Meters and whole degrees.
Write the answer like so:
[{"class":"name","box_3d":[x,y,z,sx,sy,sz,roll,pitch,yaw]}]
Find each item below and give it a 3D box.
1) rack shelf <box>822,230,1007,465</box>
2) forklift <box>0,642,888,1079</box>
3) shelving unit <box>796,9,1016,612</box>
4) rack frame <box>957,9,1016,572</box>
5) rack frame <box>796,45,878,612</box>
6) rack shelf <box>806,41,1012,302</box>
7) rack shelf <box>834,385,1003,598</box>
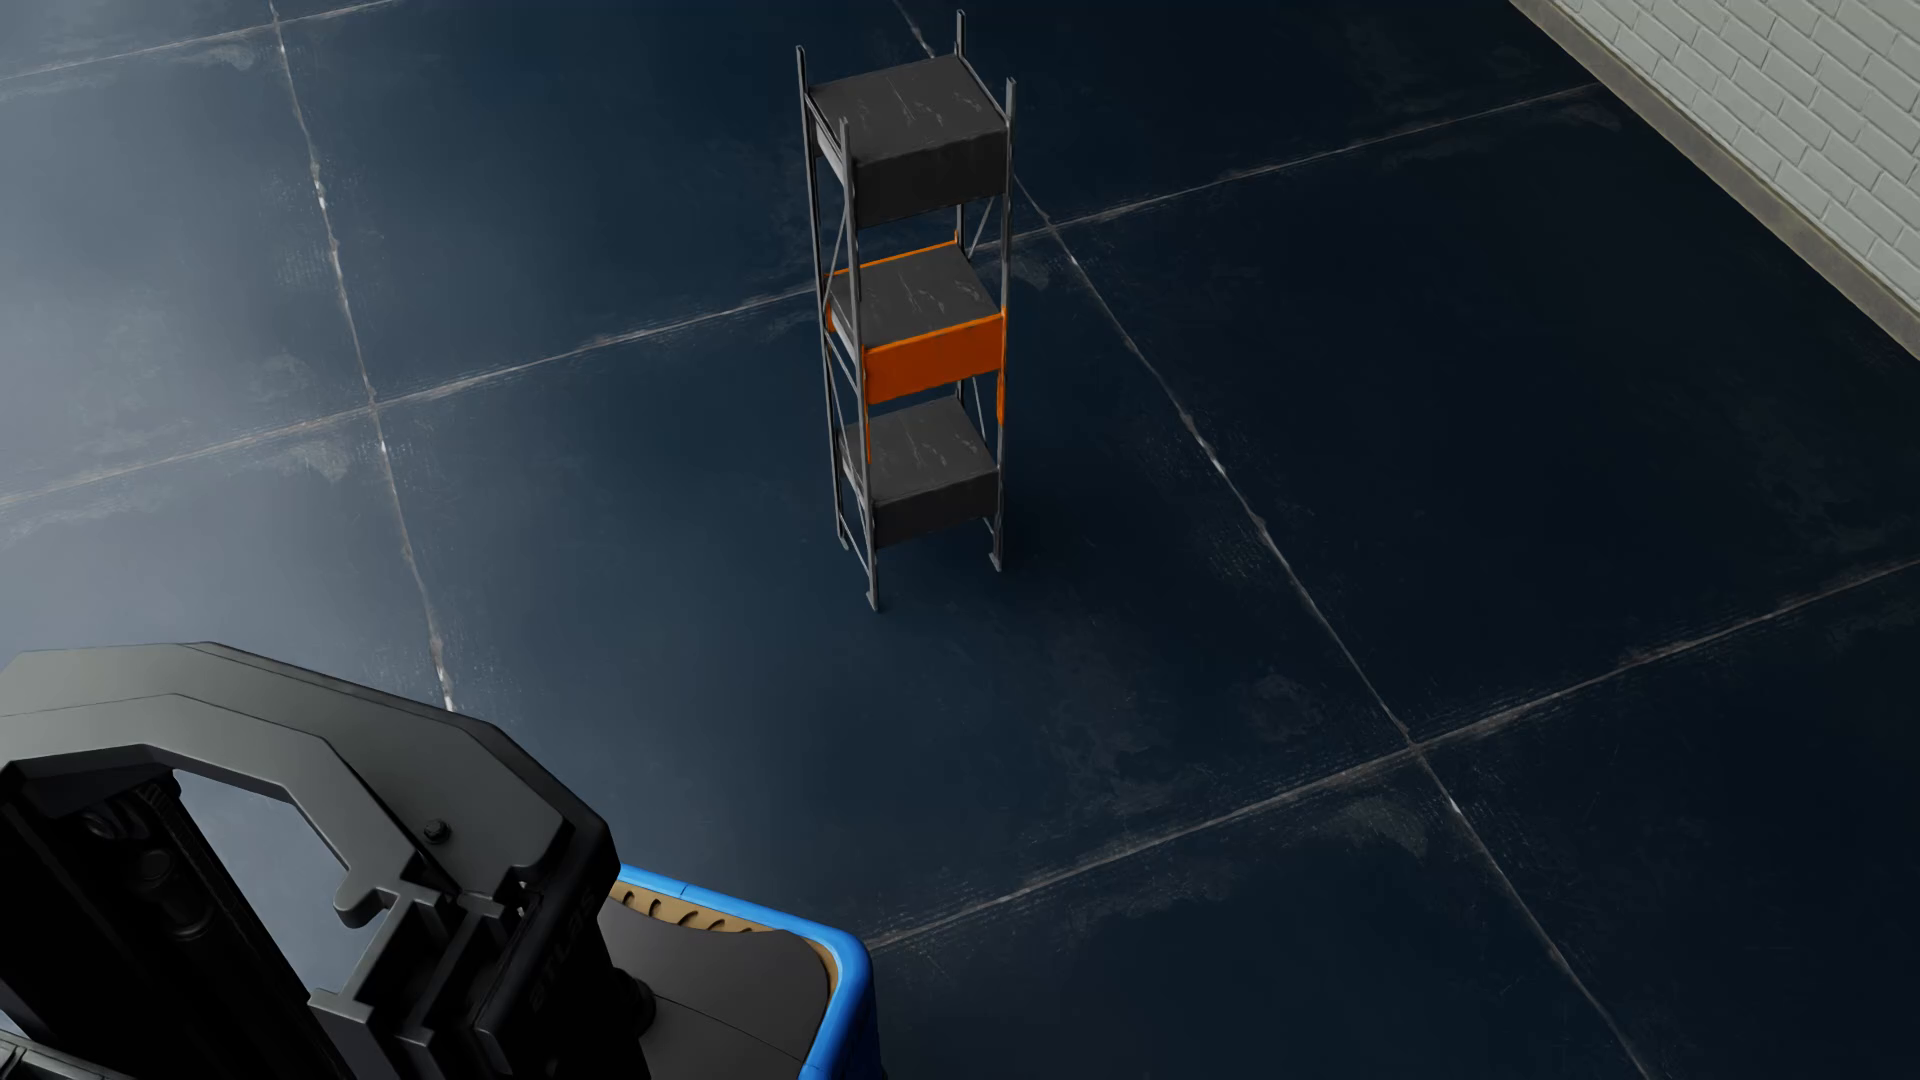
[{"class":"rack shelf","box_3d":[-0.153,-0.628,5.423,0.480,0.518,0.431,-17,52,-14]},{"class":"forklift","box_3d":[-1.142,1.660,2.893,1.130,2.935,3.031,14,51,12]},{"class":"shelving unit","box_3d":[-0.153,-0.637,5.413,0.503,2.100,0.431,-17,52,-14]},{"class":"rack frame","box_3d":[0.073,-0.707,5.473,0.015,2.100,0.400,-17,52,-14]},{"class":"rack frame","box_3d":[-0.379,-0.567,5.353,0.015,2.100,0.400,-17,52,-14]},{"class":"rack shelf","box_3d":[-0.153,-1.084,4.892,0.480,0.518,0.431,-17,52,-14]},{"class":"rack shelf","box_3d":[-0.153,-0.172,5.954,0.480,0.518,0.431,-17,52,-14]}]
